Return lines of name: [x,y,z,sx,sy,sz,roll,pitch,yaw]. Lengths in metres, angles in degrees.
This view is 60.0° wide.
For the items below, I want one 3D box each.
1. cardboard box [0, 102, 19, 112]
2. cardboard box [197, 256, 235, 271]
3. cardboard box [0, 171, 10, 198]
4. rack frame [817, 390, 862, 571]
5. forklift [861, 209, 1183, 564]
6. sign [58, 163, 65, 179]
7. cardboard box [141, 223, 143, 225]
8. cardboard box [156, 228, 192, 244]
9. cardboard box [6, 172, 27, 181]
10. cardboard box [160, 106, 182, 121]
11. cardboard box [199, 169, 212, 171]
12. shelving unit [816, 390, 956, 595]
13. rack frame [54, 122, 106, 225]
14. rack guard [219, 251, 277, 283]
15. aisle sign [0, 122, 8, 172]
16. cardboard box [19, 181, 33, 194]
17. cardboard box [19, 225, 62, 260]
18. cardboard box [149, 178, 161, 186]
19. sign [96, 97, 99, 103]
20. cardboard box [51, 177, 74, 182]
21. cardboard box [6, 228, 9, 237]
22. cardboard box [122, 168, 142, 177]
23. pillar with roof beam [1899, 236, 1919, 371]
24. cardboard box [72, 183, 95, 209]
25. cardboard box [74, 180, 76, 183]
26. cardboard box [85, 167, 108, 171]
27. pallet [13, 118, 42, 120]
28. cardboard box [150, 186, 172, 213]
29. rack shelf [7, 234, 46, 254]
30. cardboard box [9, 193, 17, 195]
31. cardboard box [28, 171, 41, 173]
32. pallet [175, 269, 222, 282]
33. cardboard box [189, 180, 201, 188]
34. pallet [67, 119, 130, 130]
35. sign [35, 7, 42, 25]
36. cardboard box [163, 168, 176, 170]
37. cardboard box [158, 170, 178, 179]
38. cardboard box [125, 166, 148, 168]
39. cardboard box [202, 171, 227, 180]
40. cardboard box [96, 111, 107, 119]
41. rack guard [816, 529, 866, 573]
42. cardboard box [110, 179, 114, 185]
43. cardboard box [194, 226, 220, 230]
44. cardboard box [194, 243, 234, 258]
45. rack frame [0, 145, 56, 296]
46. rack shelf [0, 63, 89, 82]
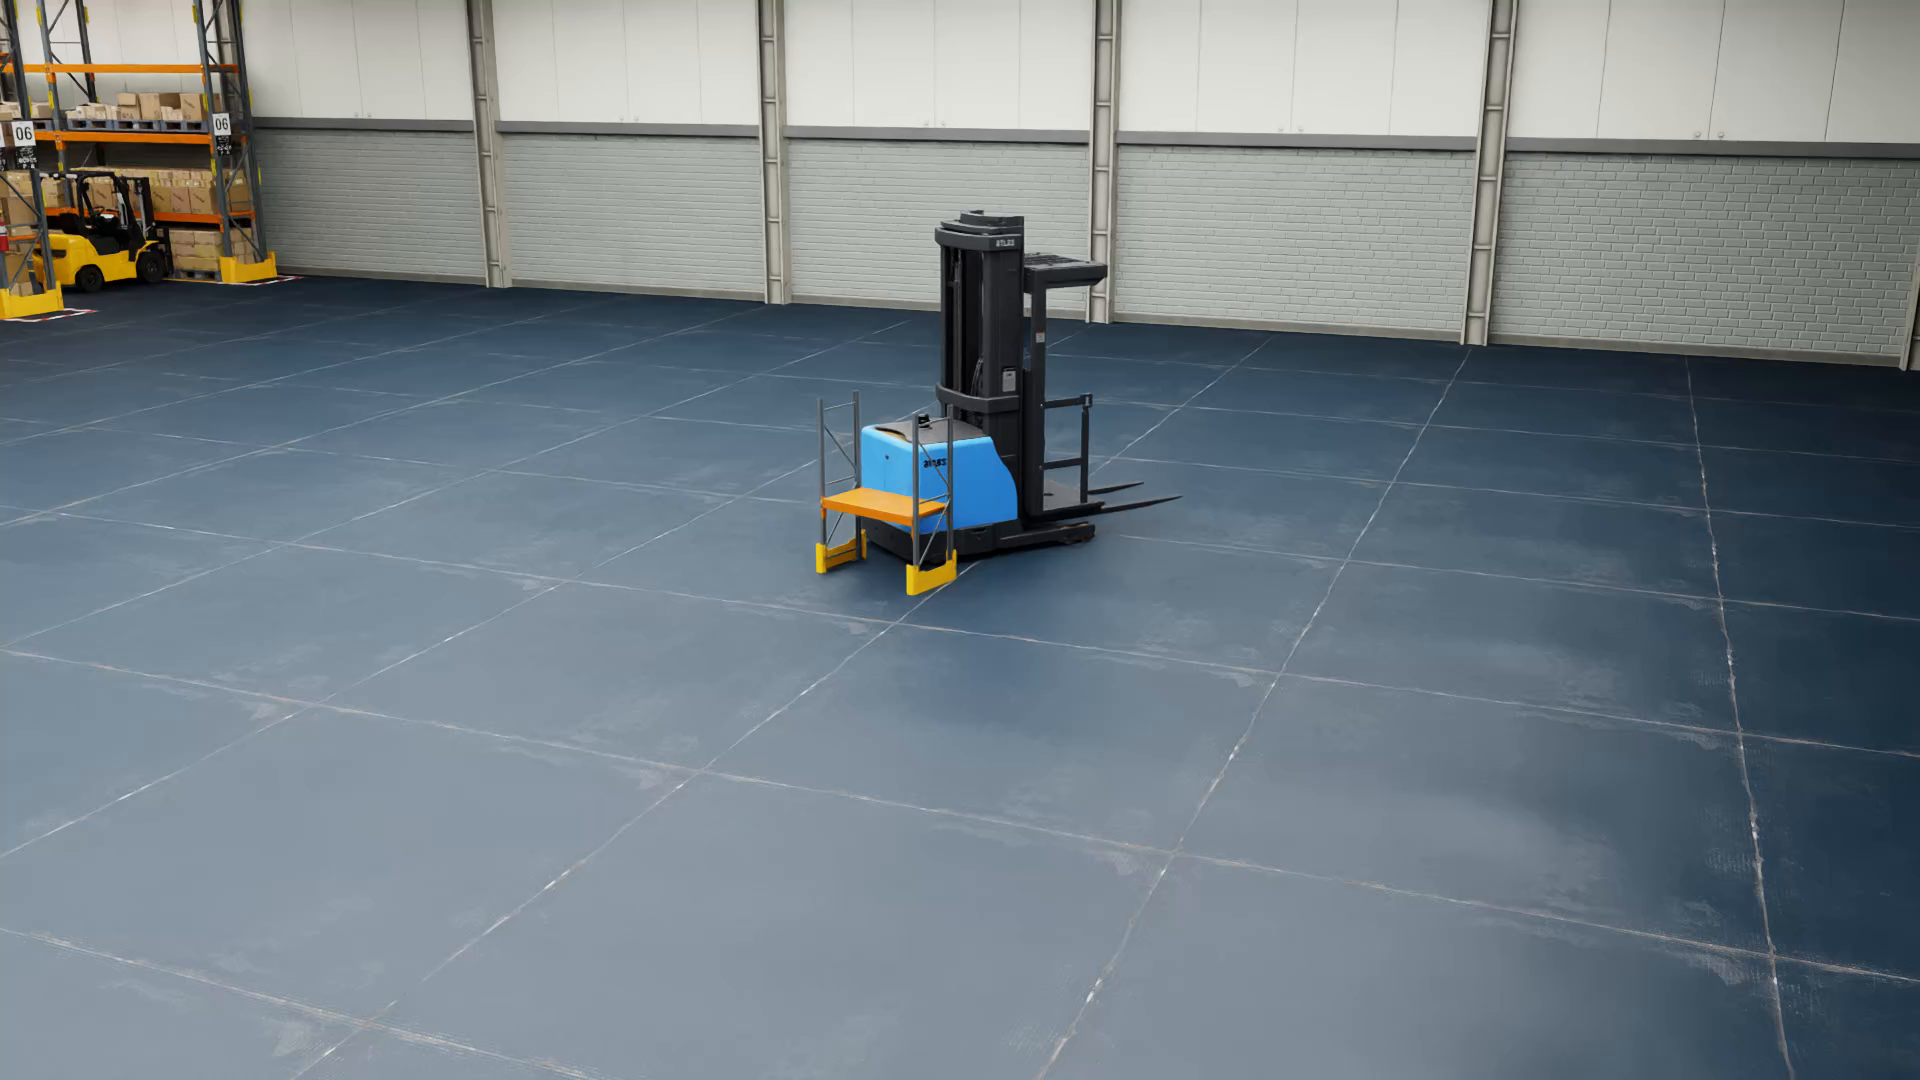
cardboard box: [-19.297,-8.756,33.802,0.500,0.311,0.500,6,17,19]
cardboard box: [-14.653,-5.458,32.772,0.500,0.250,0.500,6,17,21]
cardboard box: [-16.473,-5.989,27.918,0.500,0.500,0.700,6,17,19]
rack frame: [-1.027,-0.505,14.222,0.032,1.500,0.500,12,20,36]
forklift: [0.644,-1.482,15.022,3.031,2.935,1.130,-9,19,-29]
sign: [-18.011,-7.396,33.334,0.005,0.325,0.100,6,17,21]
cardboard box: [-16.815,-6.333,33.993,0.500,0.250,0.500,6,17,20]
cardboard box: [-15.593,-6.038,32.976,0.500,0.250,0.500,7,17,21]
cardboard box: [-19.419,-7.479,34.214,0.250,0.149,0.380,6,17,21]
cardboard box: [-15.218,-8.268,32.201,0.258,0.266,0.396,6,17,21]
cardboard box: [-14.816,-7.261,32.929,0.250,0.149,0.380,7,17,22]
shelving unit: [-0.630,-0.420,13.931,1.083,1.500,0.587,12,20,36]
rack frame: [-17.821,-7.020,33.973,0.127,3.000,1.000,6,17,21]
rack guard: [-14.077,-5.407,32.903,0.348,0.500,1.175,6,17,21]
aisle sign: [-15.966,-6.490,27.484,0.004,0.787,0.394,6,17,21]
cardboard box: [-18.852,-7.222,34.044,0.500,0.250,0.500,6,17,19]
cardboard box: [-19.029,-6.213,34.700,0.625,0.625,0.875,6,17,20]
cardboard box: [-15.727,-7.058,32.761,0.250,0.149,0.380,6,17,21]
sign: [-17.618,-8.890,33.968,0.005,0.325,0.100,6,17,21]
cardboard box: [-18.220,-7.356,33.790,0.250,0.149,0.380,7,18,23]
cardboard box: [-16.344,-5.185,28.103,0.250,0.149,0.380,7,18,22]
cardboard box: [-16.406,-7.301,33.067,0.250,0.149,0.380,6,17,20]
pillar with roof beam: [11.911,-5.611,18.361,0.400,9.000,9.100,6,17,21]
cardboard box: [-17.504,-6.954,33.569,0.500,0.500,0.500,6,17,19]
cardboard box: [-17.621,-7.278,33.521,0.250,0.149,0.380,6,17,20]
cardboard box: [-17.350,-7.414,33.454,0.250,0.149,0.380,7,17,21]
pallet: [-19.836,-8.619,34.440,1.213,0.211,1.003,7,18,23]
cardboard box: [-15.610,-6.748,32.860,0.500,0.500,0.500,6,17,20]
rack shelf: [-17.778,-5.182,28.933,4.000,0.370,1.077,6,17,21]
cardboard box: [-19.306,-7.040,34.312,0.500,0.250,0.500,6,17,21]
cardboard box: [-19.236,-7.615,34.680,0.250,0.149,0.380,6,17,20]
pallet: [-14.826,-5.339,33.184,1.213,0.211,1.003,6,17,21]
cardboard box: [-14.774,-6.951,32.394,0.250,0.149,0.380,7,17,22]
pallet: [-17.018,-8.337,33.290,1.213,0.211,1.003,6,17,21]
sign: [-18.009,-10.245,32.506,0.005,0.325,0.100,6,17,21]
cardboard box: [-15.762,-7.368,33.297,0.250,0.149,0.380,6,17,21]
cardboard box: [-15.492,-7.174,32.629,0.250,0.149,0.380,7,18,22]
cardboard box: [-16.688,-7.498,33.745,0.250,0.149,0.380,6,17,20]
cardboard box: [-14.510,-7.095,32.355,0.250,0.149,0.380,6,17,21]
cardboard box: [-16.800,-8.386,32.817,0.250,0.149,0.380,7,18,22]
rack guard: [-1.026,0.096,14.396,0.087,0.250,0.587,12,20,36]
cardboard box: [-16.681,-7.161,33.117,0.250,0.149,0.380,6,17,20]
cardboard box: [-14.943,-6.120,33.260,0.500,0.250,0.500,6,17,21]
cardboard box: [-14.667,-5.700,32.711,0.500,0.250,0.500,6,17,20]
rack frame: [-15.917,-5.323,28.128,0.127,3.000,1.000,6,17,21]
rack shelf: [-19.681,-9.568,33.997,4.000,0.370,1.077,6,17,21]
